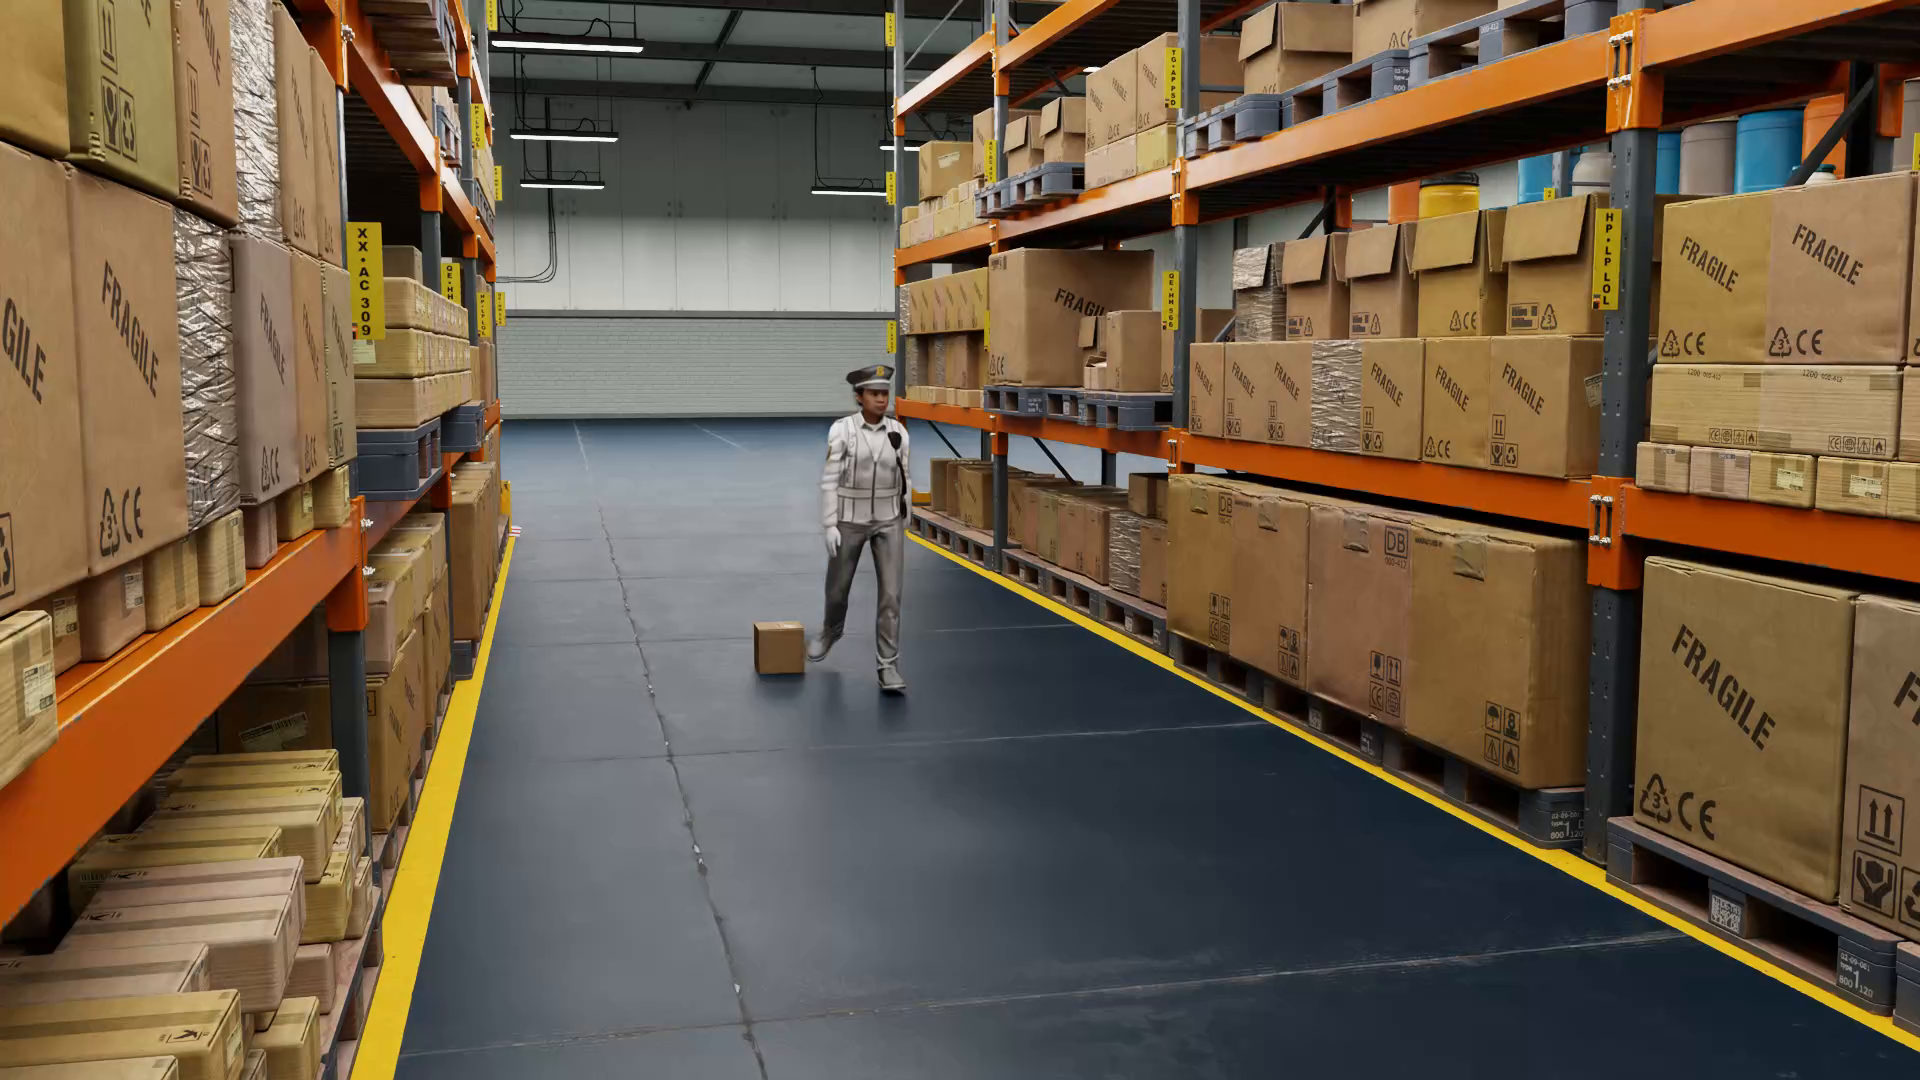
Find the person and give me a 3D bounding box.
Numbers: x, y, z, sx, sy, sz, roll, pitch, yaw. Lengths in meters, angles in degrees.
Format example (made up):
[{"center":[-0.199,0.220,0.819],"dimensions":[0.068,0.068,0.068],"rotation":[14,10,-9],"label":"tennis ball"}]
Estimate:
[{"center":[-0.516,-0.087,8.741],"dimensions":[0.527,1.666,0.784],"rotation":[-2,6,-14],"label":"person"}]
